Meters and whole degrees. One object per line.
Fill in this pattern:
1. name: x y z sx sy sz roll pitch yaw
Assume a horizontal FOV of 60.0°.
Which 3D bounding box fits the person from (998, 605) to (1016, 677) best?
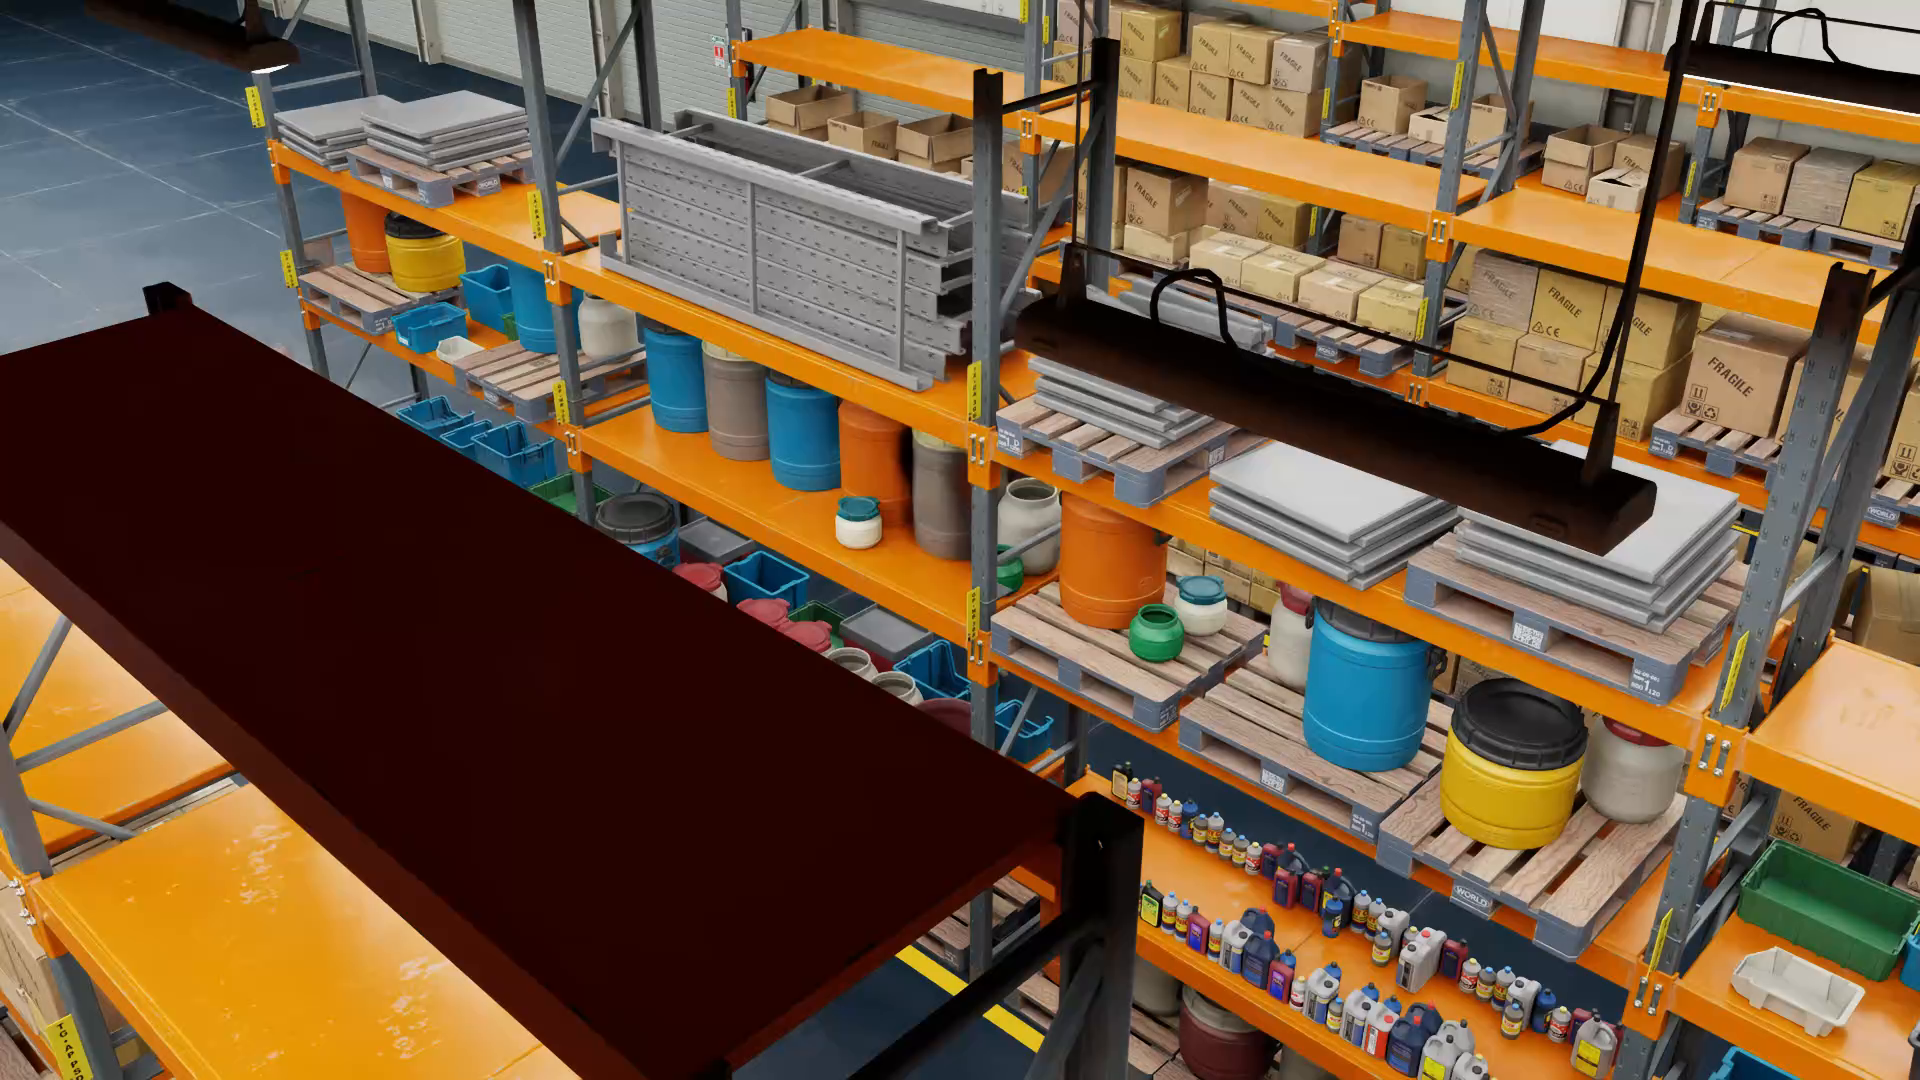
1. person: 0.266 0.496 13.703 0.449 1.579 0.408 -5 30 -9
